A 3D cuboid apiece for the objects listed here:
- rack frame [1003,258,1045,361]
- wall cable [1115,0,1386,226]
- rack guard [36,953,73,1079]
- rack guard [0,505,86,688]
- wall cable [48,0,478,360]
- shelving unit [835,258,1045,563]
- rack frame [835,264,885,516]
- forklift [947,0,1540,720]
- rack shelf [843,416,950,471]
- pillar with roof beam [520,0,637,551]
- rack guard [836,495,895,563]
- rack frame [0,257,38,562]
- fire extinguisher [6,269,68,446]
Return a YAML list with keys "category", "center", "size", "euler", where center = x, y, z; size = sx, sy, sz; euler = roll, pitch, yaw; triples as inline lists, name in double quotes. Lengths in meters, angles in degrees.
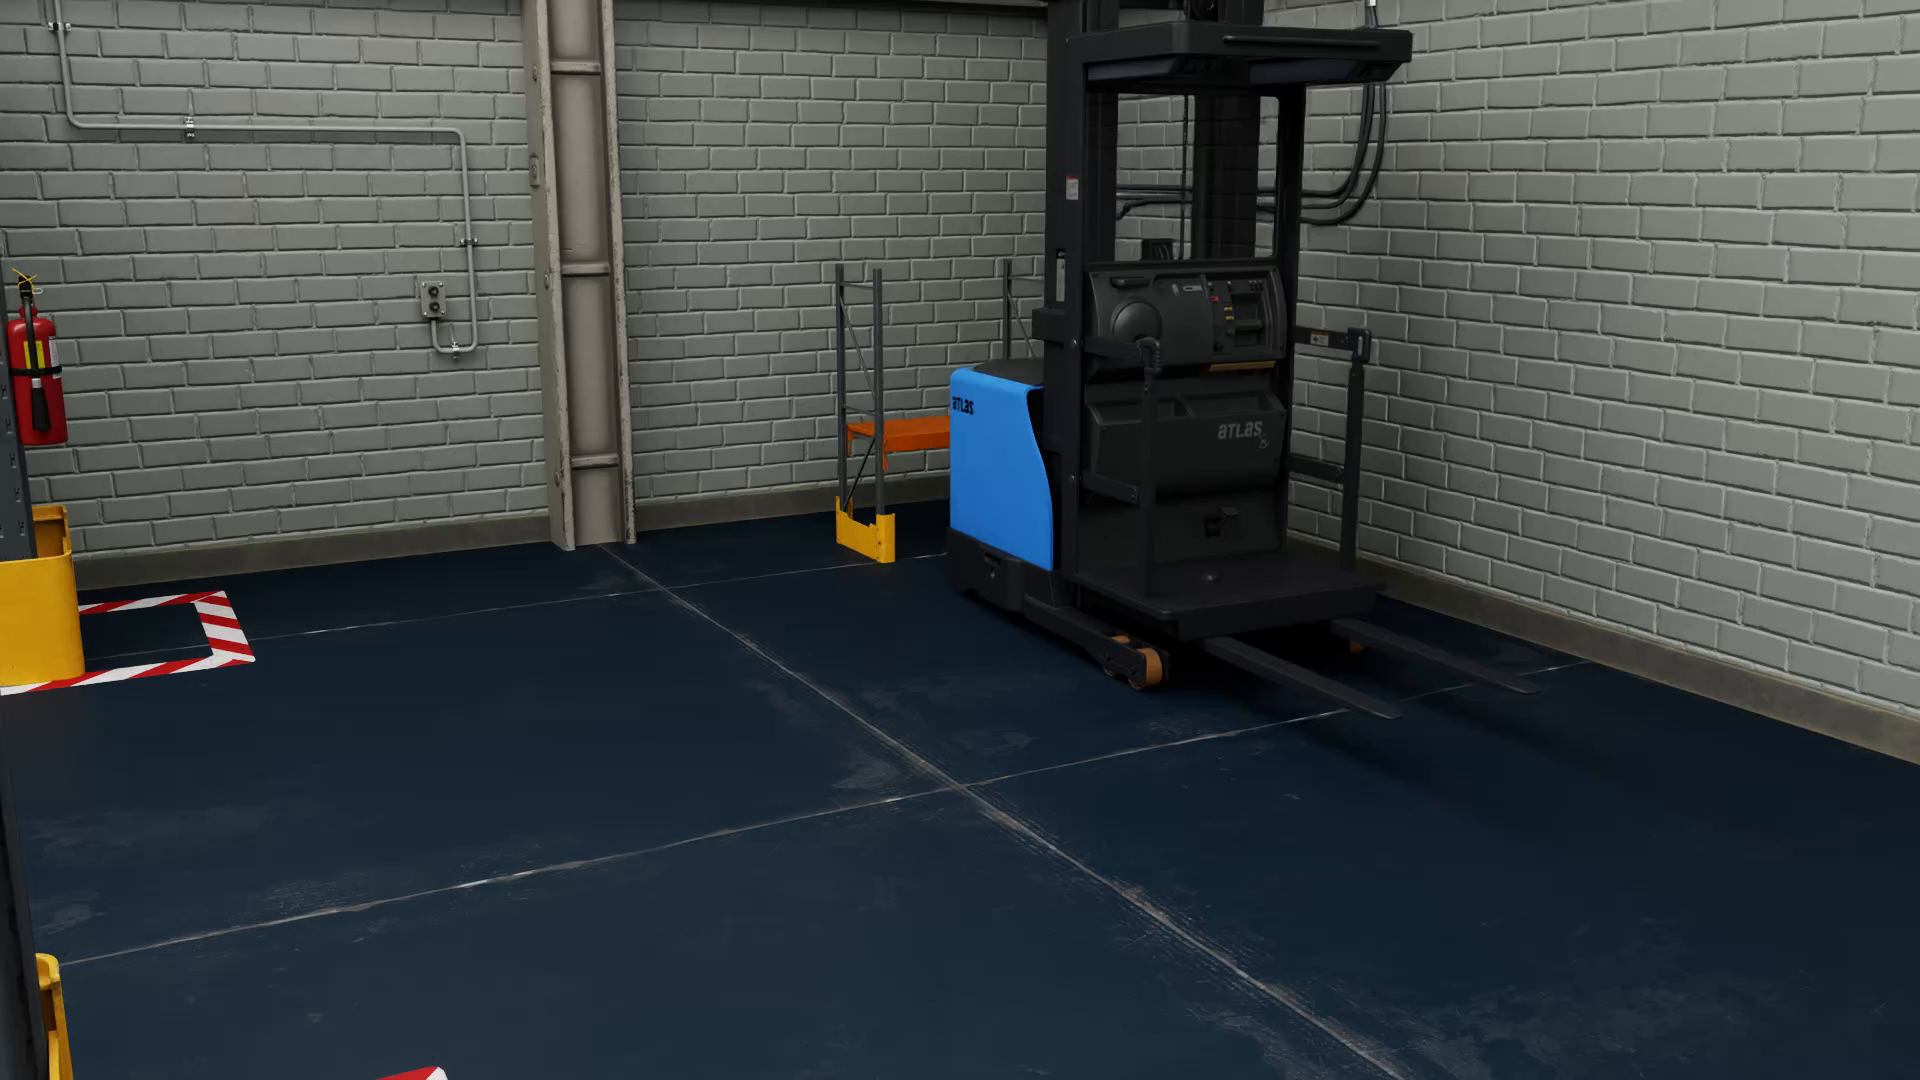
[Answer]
- category: "rack frame"
  center: [0.371, -0.776, 9.142]
  size: [0.032, 1.500, 0.500]
  euler: [-7, 14, -28]
- category: "wall cable"
  center: [1.178, -2.943, 8.765]
  size: [0.112, 2.526, 3.097]
  euler: [-7, 14, -28]
- category: "rack guard"
  center: [-1.647, 1.176, 2.744]
  size: [0.348, 0.500, 1.175]
  euler: [-7, 14, -28]
- category: "rack guard"
  center: [-3.936, 0.212, 7.031]
  size: [0.348, 0.500, 1.175]
  euler: [-7, 14, -28]
- category: "wall cable"
  center: [-3.287, -1.818, 8.042]
  size: [1.851, 1.984, 0.084]
  euler: [-7, 14, -28]
- category: "shelving unit"
  center: [-0.067, -0.724, 8.909]
  size: [1.083, 1.500, 0.587]
  euler: [-7, 14, -28]
- category: "rack frame"
  center: [-0.521, -0.669, 8.667]
  size: [0.032, 1.500, 0.500]
  euler: [-7, 14, -28]
- category: "forklift"
  center: [1.043, -0.954, 6.673]
  size: [1.130, 2.935, 3.031]
  euler: [-6, 14, -26]
- category: "rack shelf"
  center: [-0.075, -0.547, 8.944]
  size: [1.000, 0.185, 0.538]
  euler: [-7, 14, -28]
- category: "pillar with roof beam"
  center: [0.061, -3.553, 4.403]
  size: [0.400, 9.000, 9.100]
  euler: [-7, 14, -28]
- category: "rack guard"
  center: [-0.504, -0.062, 8.813]
  size: [0.087, 0.250, 0.587]
  euler: [-7, 14, -28]
- category: "rack frame"
  center: [-3.957, -1.005, 6.745]
  size: [0.127, 3.000, 1.000]
  euler: [-7, 14, -28]
- category: "fire extinguisher"
  center: [-3.604, -0.713, 6.470]
  size: [0.183, 0.674, 0.296]
  euler: [-7, 14, -28]
